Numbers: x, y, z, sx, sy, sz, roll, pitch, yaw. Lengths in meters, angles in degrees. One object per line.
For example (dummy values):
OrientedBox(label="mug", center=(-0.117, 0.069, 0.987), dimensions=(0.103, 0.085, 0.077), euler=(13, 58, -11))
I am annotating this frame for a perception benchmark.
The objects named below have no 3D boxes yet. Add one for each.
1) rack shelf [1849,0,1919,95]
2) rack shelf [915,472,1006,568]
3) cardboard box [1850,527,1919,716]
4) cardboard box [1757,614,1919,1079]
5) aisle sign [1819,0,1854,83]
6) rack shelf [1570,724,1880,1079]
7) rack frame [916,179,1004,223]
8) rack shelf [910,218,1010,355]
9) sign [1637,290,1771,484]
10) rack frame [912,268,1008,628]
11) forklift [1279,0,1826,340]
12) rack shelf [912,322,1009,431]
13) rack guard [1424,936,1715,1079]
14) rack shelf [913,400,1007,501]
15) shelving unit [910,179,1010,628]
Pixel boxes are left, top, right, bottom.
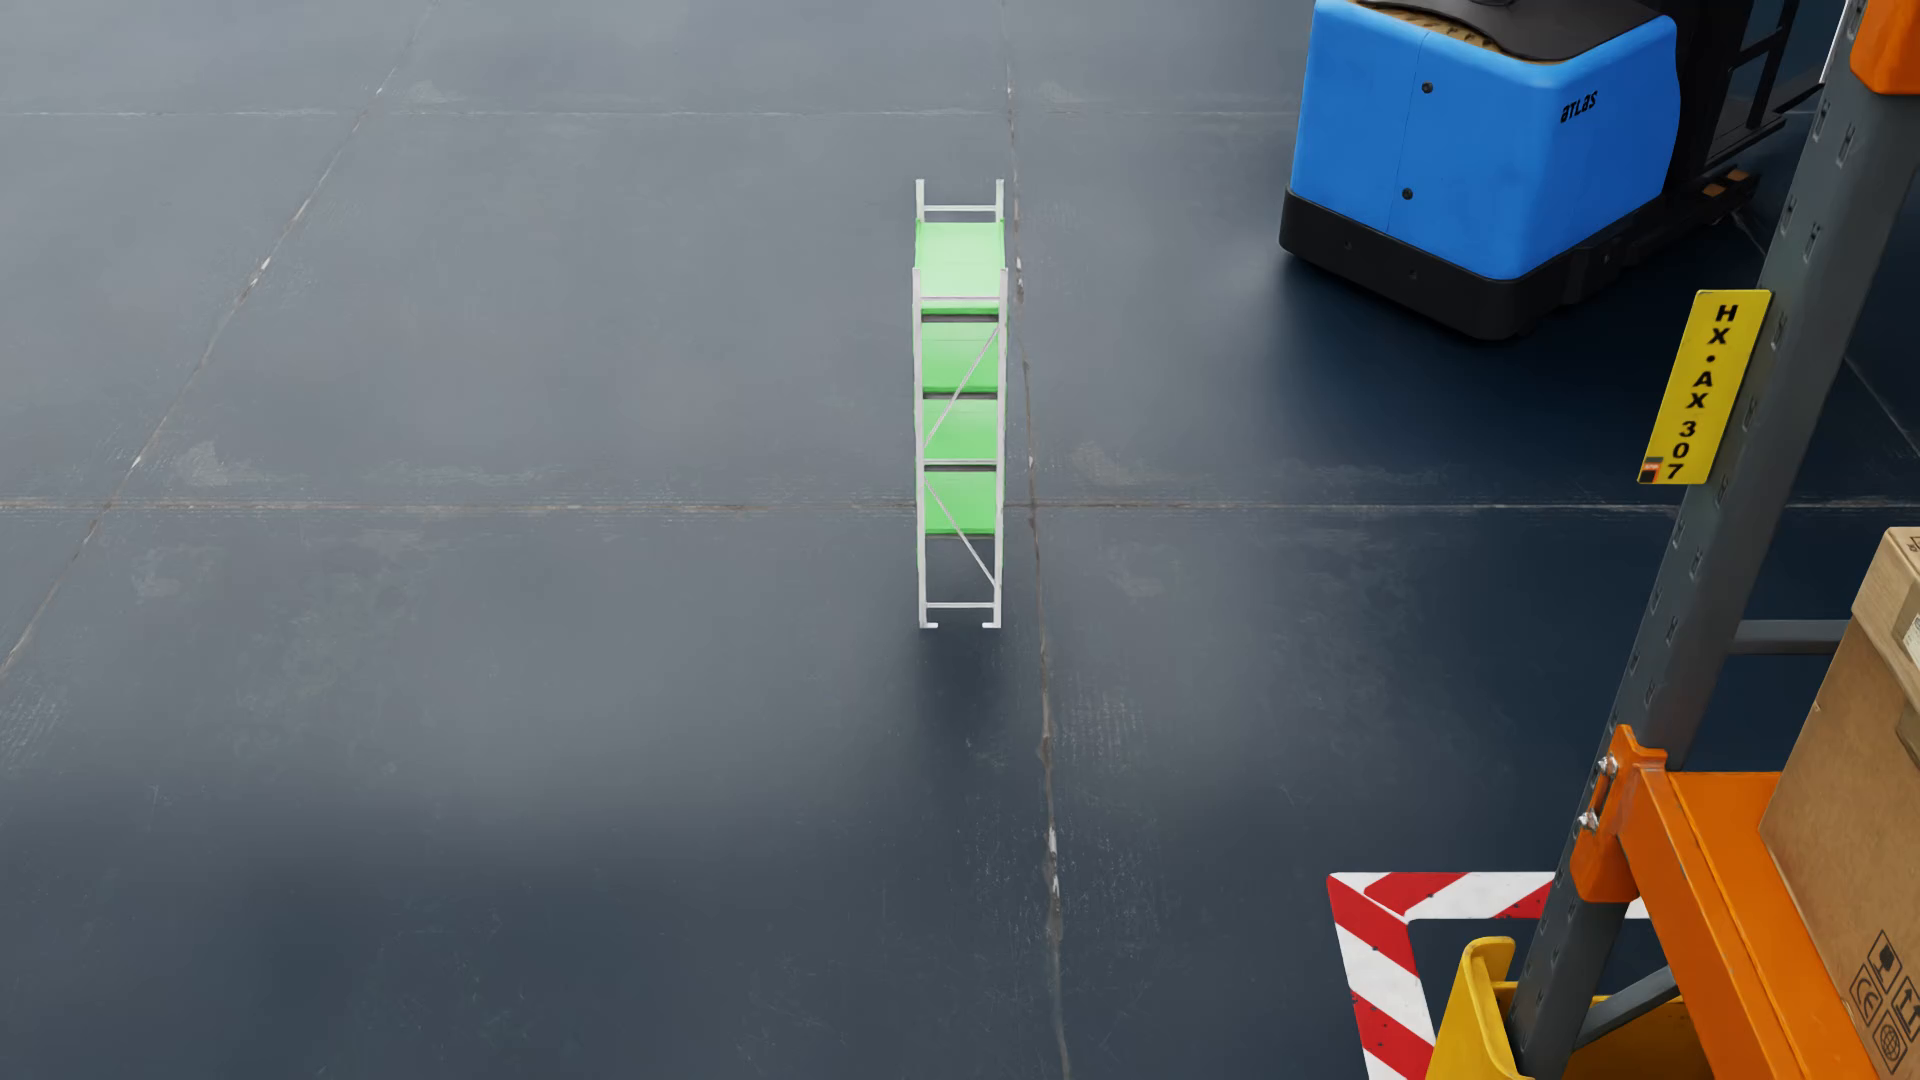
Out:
OrientedBox(label="rack shelf", center=(1.609, 0.521, 0.377), dimensions=(1.077, 0.370, 4.000), euler=(0, 39, 0))
OrientedBox(label="rack shelf", center=(0.000, -0.128, 4.936), dimensions=(0.258, 0.148, 0.480), euler=(0, 39, 0))
OrientedBox(label="cardboard box", center=(1.392, 0.114, 2.111), dimensions=(0.380, 0.149, 0.250), euler=(0, 39, 0))
OrientedBox(label="cardboard box", center=(1.595, 0.413, 2.255), dimensions=(0.700, 0.500, 0.500), euler=(0, 39, 0))
OrientedBox(label="aisle sign", center=(1.301, -0.895, 1.889), dimensions=(0.394, 0.787, 0.004), euler=(0, 39, 0))
OrientedBox(label="rack shelf", center=(1.609, 1.692, 1.315), dimensions=(1.077, 0.370, 4.000), euler=(0, 39, 0))
OrientedBox(label="rack frame", center=(0.000, -0.517, 4.936), dimensions=(0.240, 1.200, 0.015), euler=(0, 39, 0))
OrientedBox(label="rack shelf", center=(0.000, -0.689, 4.485), dimensions=(0.258, 0.148, 0.480), euler=(0, 39, 0))
OrientedBox(label="sign", center=(1.052, -0.212, 2.360), dimensions=(0.100, 0.325, 0.005), euler=(0, 39, 0))
OrientedBox(label="rack frame", center=(0.000, -0.212, 4.555), dimensions=(0.240, 1.200, 0.015), euler=(0, 39, 0))
OrientedBox(label="forklift", center=(2.700, -2.662, 6.227), dimensions=(3.031, 2.935, 1.130), euler=(-29, 47, -31))
OrientedBox(label="rack shelf", center=(0.000, -0.502, 4.635), dimensions=(0.258, 0.148, 0.480), euler=(0, 39, 0))
OrientedBox(label="rack guard", center=(1.607, 1.121, 3.451), dimensions=(1.175, 0.500, 0.348), euler=(0, 39, 0))
OrientedBox(label="rack shelf", center=(0.000, -0.315, 4.786), dimensions=(0.258, 0.148, 0.480), euler=(0, 39, 0))
OrientedBox(label="shelving unit", center=(0.000, -0.365, 4.746), dimensions=(0.258, 1.200, 0.503), euler=(0, 39, 0))
